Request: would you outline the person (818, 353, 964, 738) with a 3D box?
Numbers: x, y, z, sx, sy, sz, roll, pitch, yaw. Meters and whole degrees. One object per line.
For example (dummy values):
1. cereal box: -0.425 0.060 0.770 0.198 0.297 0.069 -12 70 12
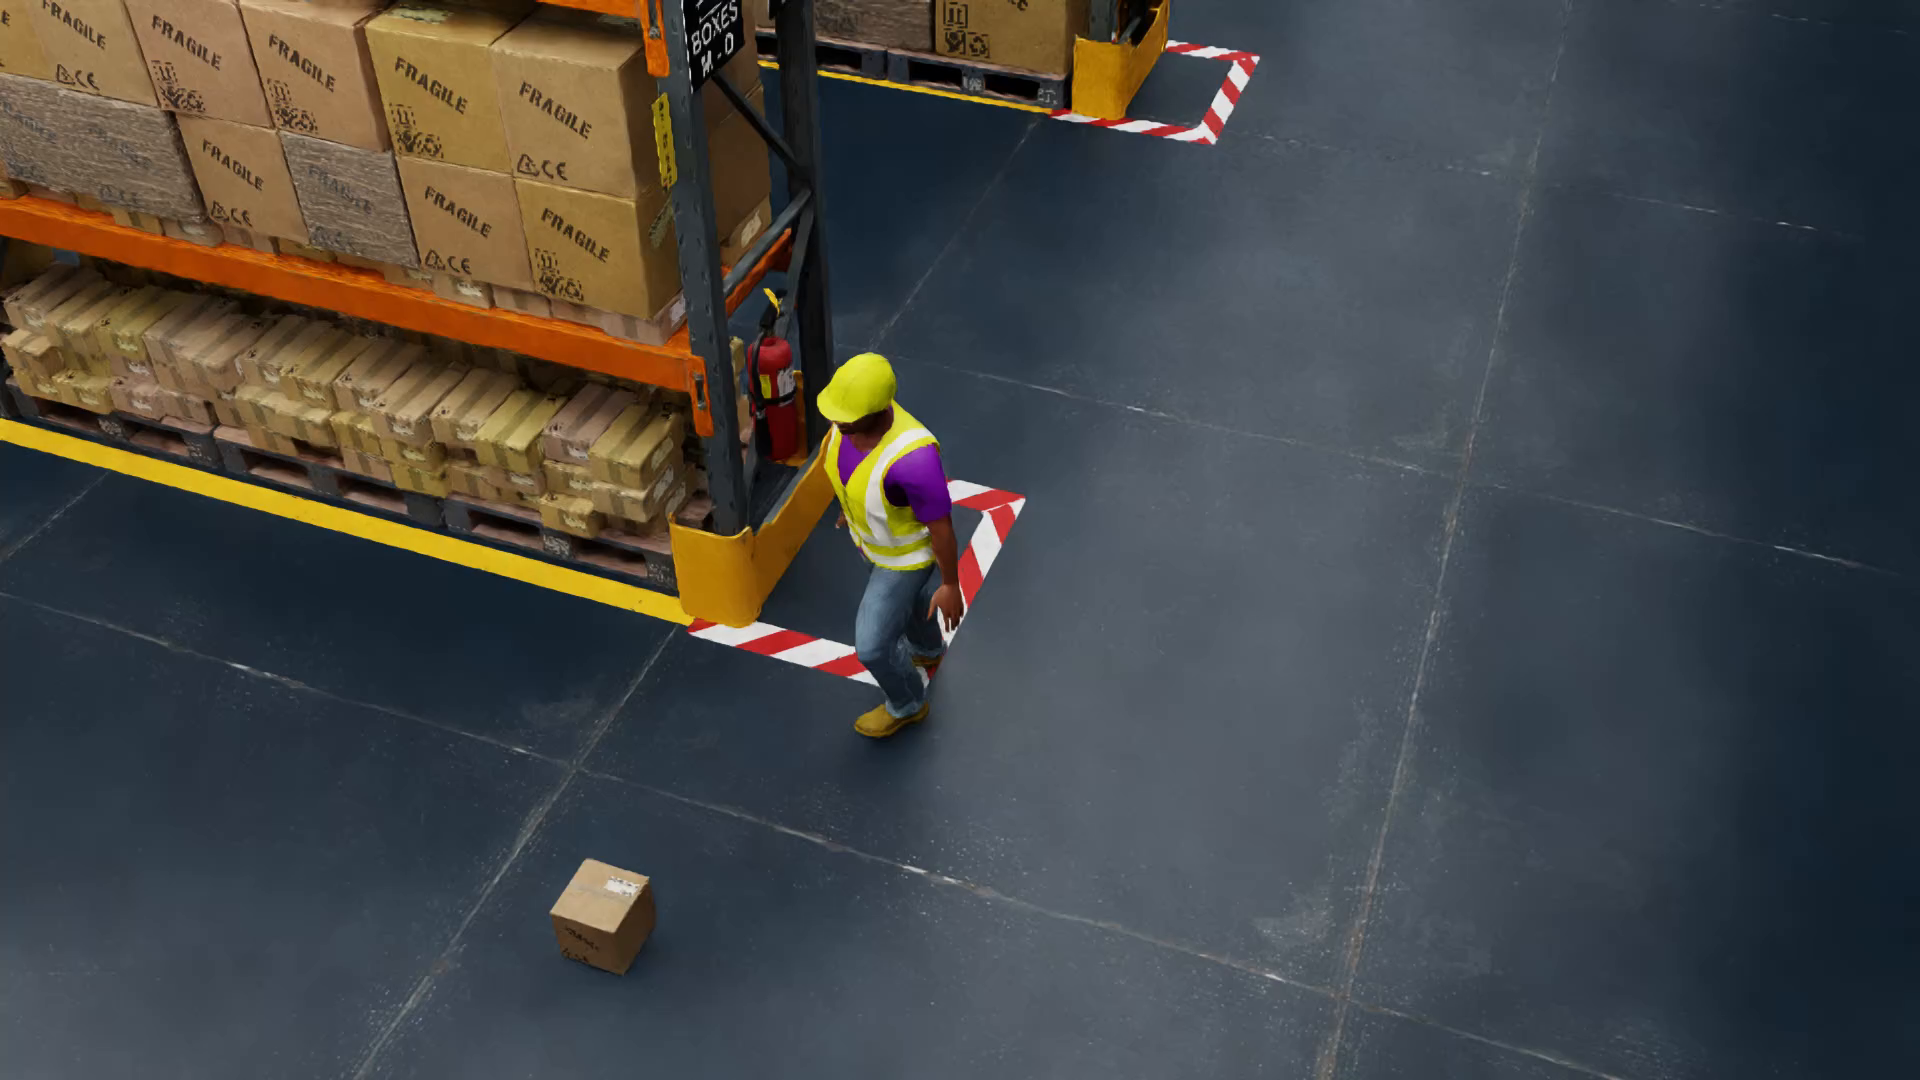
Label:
1. person: -0.235 0.004 6.129 0.571 1.744 0.754 -22 46 -23
